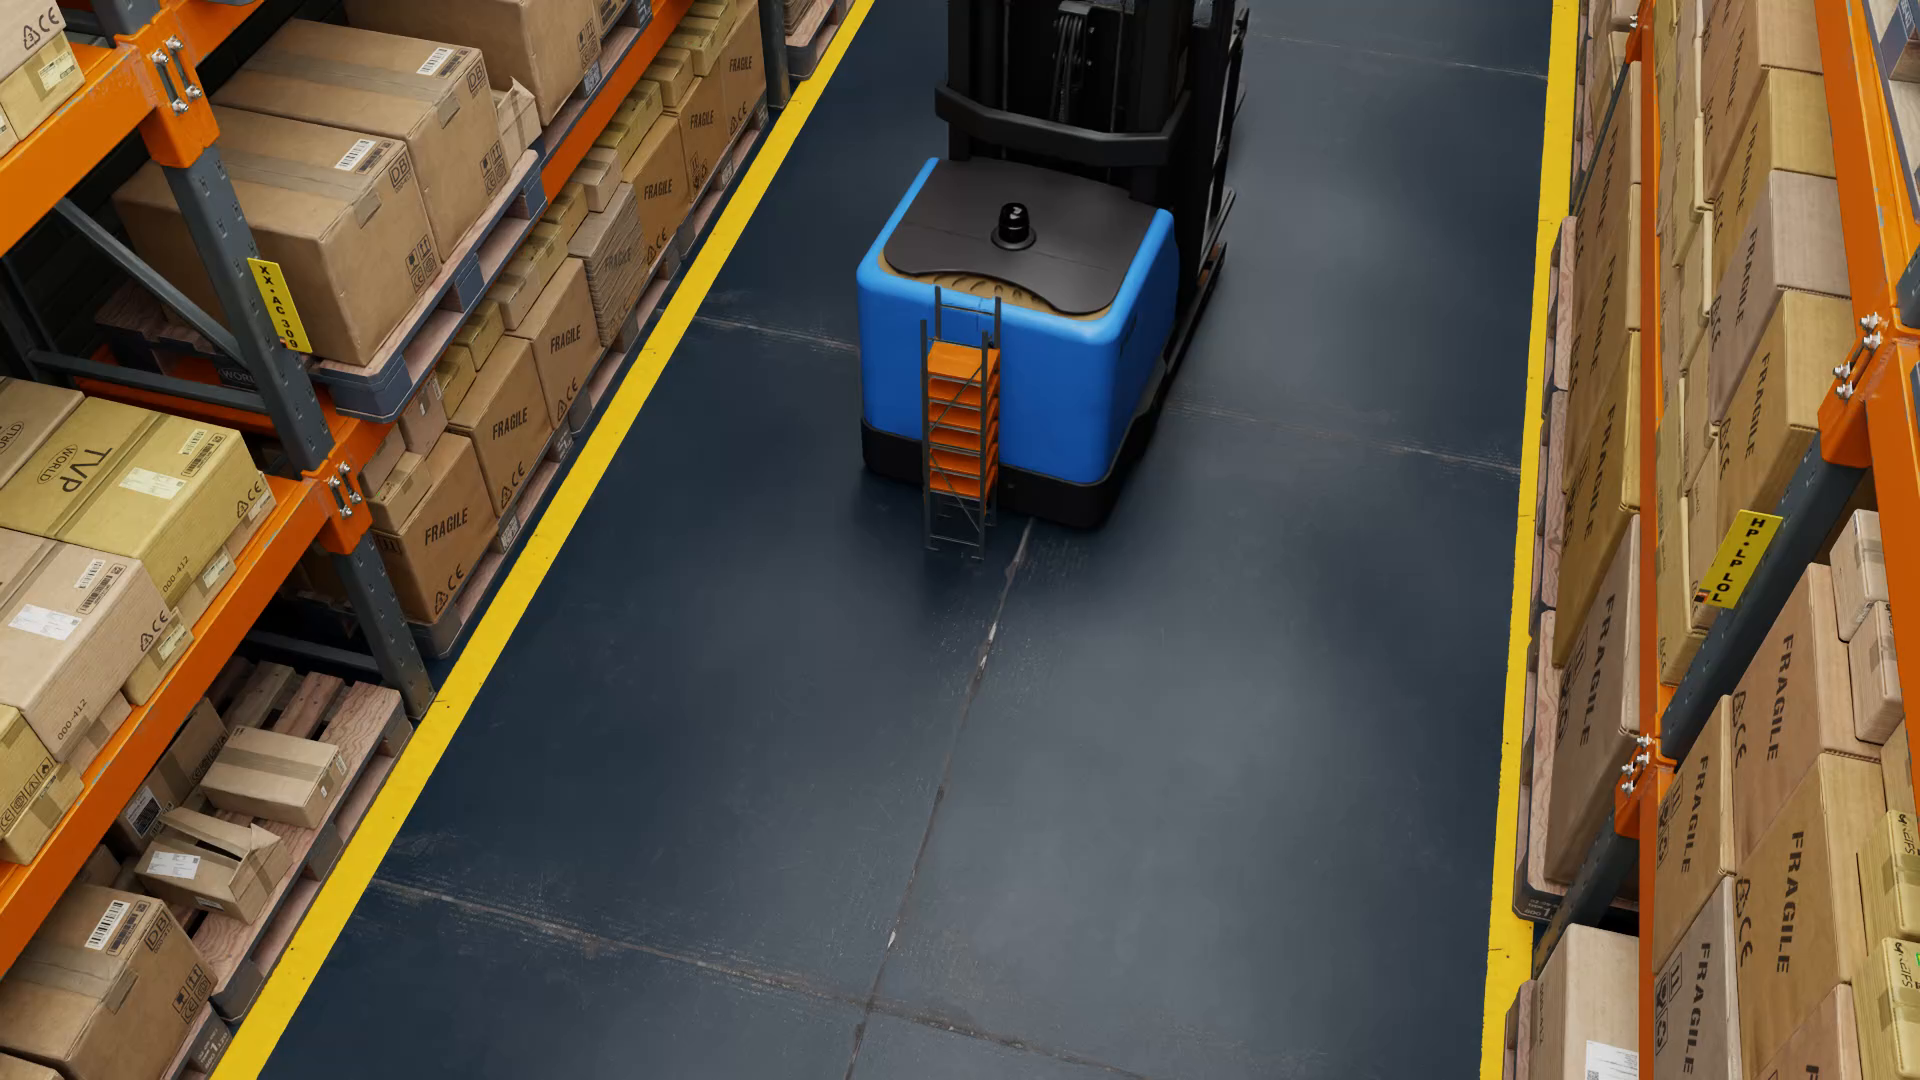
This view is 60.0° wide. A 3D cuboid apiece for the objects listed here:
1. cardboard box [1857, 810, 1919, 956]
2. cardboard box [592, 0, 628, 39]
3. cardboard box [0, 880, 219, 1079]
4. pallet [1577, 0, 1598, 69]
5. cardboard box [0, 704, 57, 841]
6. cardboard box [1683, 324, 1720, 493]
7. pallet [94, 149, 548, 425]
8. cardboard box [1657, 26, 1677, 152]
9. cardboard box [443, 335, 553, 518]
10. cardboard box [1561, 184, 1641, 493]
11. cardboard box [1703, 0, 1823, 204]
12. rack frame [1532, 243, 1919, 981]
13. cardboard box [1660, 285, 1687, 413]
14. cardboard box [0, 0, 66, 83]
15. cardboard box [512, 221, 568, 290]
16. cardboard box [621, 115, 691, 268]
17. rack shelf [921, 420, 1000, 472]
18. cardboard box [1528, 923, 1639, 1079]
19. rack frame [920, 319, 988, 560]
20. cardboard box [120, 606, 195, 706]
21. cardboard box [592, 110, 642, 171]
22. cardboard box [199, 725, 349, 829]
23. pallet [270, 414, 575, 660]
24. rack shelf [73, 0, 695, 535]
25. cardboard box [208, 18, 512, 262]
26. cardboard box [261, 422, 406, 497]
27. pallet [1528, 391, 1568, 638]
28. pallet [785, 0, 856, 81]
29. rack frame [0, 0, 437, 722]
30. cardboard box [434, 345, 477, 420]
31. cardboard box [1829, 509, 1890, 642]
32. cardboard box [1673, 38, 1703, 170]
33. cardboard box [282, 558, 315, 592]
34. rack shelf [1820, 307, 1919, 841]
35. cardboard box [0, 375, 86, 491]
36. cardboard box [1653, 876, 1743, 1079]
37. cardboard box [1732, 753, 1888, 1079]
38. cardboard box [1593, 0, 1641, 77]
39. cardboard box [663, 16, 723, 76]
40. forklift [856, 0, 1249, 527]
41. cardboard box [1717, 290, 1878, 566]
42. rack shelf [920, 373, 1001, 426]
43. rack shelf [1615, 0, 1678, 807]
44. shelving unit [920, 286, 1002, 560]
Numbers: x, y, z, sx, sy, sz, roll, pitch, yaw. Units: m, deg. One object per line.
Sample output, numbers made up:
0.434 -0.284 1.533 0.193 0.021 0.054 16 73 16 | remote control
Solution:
1.817 0.654 2.925 0.380 0.149 0.250 11 50 10 | cardboard box
-1.635 -2.320 6.367 0.797 0.503 0.637 11 49 9 | cardboard box
-2.701 1.326 4.885 0.700 0.500 0.500 10 49 9 | cardboard box
3.936 -2.909 9.095 1.003 0.211 1.213 12 50 10 | pallet
-2.597 0.620 4.022 0.500 0.250 0.500 11 50 10 | cardboard box
2.359 -0.339 4.734 0.500 0.250 0.500 13 50 11 | cardboard box
-2.121 -0.964 5.647 1.003 0.211 1.213 12 50 10 | pallet
2.916 -1.658 6.232 0.500 0.250 0.500 10 49 9 | cardboard box
-1.961 -0.475 6.475 0.500 0.500 0.500 11 49 10 | cardboard box
2.905 -0.695 6.419 0.875 0.875 0.875 12 50 10 | cardboard box
2.632 -1.346 5.123 0.500 0.500 0.500 12 50 11 | cardboard box
2.353 0.506 4.221 1.000 3.000 0.127 12 50 10 | rack frame
2.514 -0.548 5.252 0.500 0.250 0.500 10 49 9 | cardboard box
-2.322 -1.114 3.552 0.500 0.250 0.500 12 50 10 | cardboard box
-1.802 -1.161 6.647 0.380 0.149 0.250 13 50 11 | cardboard box
-1.565 -1.588 7.457 0.500 0.500 0.500 14 50 12 | cardboard box
0.004 -0.378 6.262 0.258 0.103 0.180 12 50 10 | rack shelf
2.084 1.648 4.642 0.875 0.438 0.875 11 49 9 | cardboard box
-0.020 -0.341 6.170 0.240 1.200 0.006 12 50 10 | rack frame
-2.369 0.278 4.590 0.380 0.149 0.250 13 50 11 | cardboard box
-1.602 -1.735 7.154 0.380 0.149 0.250 11 49 9 | cardboard box
-2.300 0.795 5.588 0.380 0.149 0.250 10 49 9 | cardboard box
-2.259 -0.144 6.655 1.003 0.211 1.213 12 50 10 | pallet
-1.910 -1.679 6.630 1.077 0.370 4.000 12 50 10 | rack shelf
-1.957 -1.323 5.489 0.700 0.500 0.500 12 50 10 | cardboard box
-2.144 -0.314 5.702 0.380 0.149 0.250 11 49 9 | cardboard box
2.803 -0.029 6.554 1.003 0.211 1.213 12 50 10 | pallet
-1.129 -3.029 9.201 1.003 0.211 1.213 12 50 10 | pallet
-2.436 -0.471 5.084 1.000 3.000 0.127 12 50 10 | rack frame
-2.031 -0.608 6.159 0.380 0.149 0.250 9 49 8 | cardboard box
2.020 0.105 3.410 0.380 0.149 0.250 11 49 9 | cardboard box
2.754 -1.453 5.718 0.500 0.250 0.500 11 50 10 | cardboard box
-2.593 -0.196 6.228 0.500 0.500 0.500 11 50 10 | cardboard box
1.827 1.198 2.090 1.077 0.370 4.000 12 50 10 | rack shelf
-2.827 -0.214 4.759 0.500 0.250 0.500 11 50 10 | cardboard box
1.841 1.124 3.609 0.500 0.500 0.500 12 50 10 | cardboard box
1.855 0.803 3.226 0.500 0.500 0.500 11 49 10 | cardboard box
3.751 -2.599 8.434 0.950 0.372 0.625 11 49 9 | cardboard box
-1.311 -2.280 7.635 0.380 0.149 0.250 9 49 8 | cardboard box
0.592 -2.150 6.612 1.130 2.935 3.031 16 50 13 | forklift
2.229 -0.230 4.138 0.500 0.500 0.500 13 50 11 | cardboard box
0.004 -0.537 6.082 0.258 0.103 0.180 12 50 10 | rack shelf
2.880 -0.702 5.768 1.077 0.370 4.000 12 50 10 | rack shelf
0.004 -0.407 6.228 0.258 1.200 0.189 12 50 10 | shelving unit
